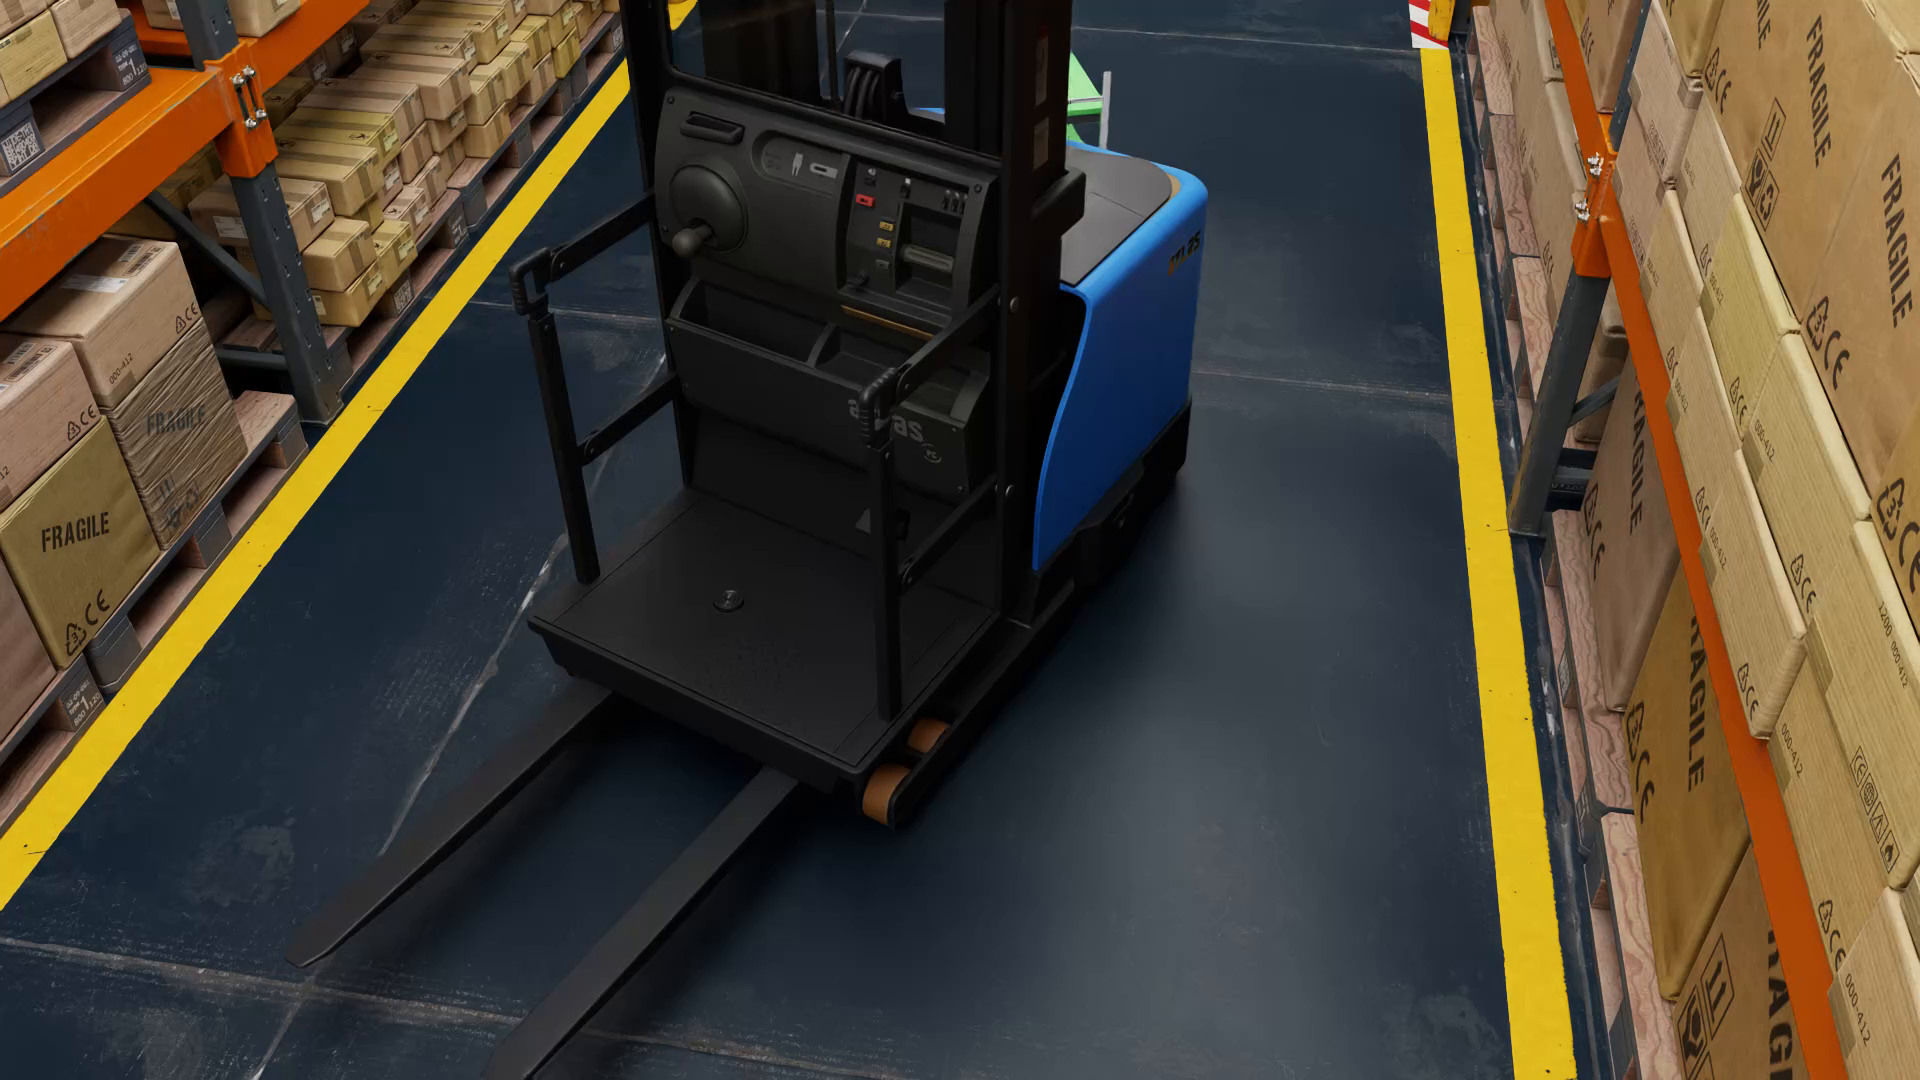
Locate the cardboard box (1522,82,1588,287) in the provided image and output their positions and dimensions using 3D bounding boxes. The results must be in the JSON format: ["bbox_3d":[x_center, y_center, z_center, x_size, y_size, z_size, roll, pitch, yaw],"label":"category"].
[{"bbox_3d":[2.610,-1.272,6.116,0.875,0.438,0.875,5,40,6],"label":"cardboard box"}]

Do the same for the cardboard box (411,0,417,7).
[{"bbox_3d":[-2.503,-2.479,7.335,0.380,0.149,0.250,8,40,9],"label":"cardboard box"}]

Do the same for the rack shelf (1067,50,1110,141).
[{"bbox_3d":[0.294,-1.430,5.385,0.258,0.148,0.480,-8,40,-9],"label":"rack shelf"}]

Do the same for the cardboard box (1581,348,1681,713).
[{"bbox_3d":[2.212,-0.099,4.353,0.875,0.875,0.875,8,40,9],"label":"cardboard box"}]

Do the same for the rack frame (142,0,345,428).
[{"bbox_3d":[-2.652,-1.636,4.875,1.000,3.000,0.127,6,40,8],"label":"rack frame"}]

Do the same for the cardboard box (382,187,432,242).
[{"bbox_3d":[-2.235,-1.221,6.280,0.380,0.149,0.250,6,40,7],"label":"cardboard box"}]

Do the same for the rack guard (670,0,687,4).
[{"bbox_3d":[-1.973,-3.135,8.650,1.175,0.500,0.348,6,40,8],"label":"rack guard"}]

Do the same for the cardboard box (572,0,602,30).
[{"bbox_3d":[-1.921,-2.527,7.860,0.380,0.149,0.250,6,40,7],"label":"cardboard box"}]

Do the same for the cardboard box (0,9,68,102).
[{"bbox_3d":[-2.570,-1.267,4.296,0.380,0.149,0.250,7,40,8],"label":"cardboard box"}]

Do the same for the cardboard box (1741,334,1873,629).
[{"bbox_3d":[1.626,-0.082,2.720,0.500,0.250,0.500,5,40,6],"label":"cardboard box"}]

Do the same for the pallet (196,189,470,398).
[{"bbox_3d":[-2.570,-0.987,6.278,1.003,0.211,1.213,6,40,8],"label":"pallet"}]

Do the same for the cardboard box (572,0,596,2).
[{"bbox_3d":[-1.858,-2.635,7.757,0.380,0.149,0.250,5,40,6],"label":"cardboard box"}]

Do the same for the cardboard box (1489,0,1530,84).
[{"bbox_3d":[2.917,-2.413,7.496,0.875,0.438,0.875,5,40,6],"label":"cardboard box"}]

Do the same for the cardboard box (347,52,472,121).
[{"bbox_3d":[-2.140,-1.769,6.476,0.380,0.149,0.250,7,40,9],"label":"cardboard box"}]

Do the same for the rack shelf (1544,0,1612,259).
[{"bbox_3d":[2.587,-2.131,6.038,1.077,0.370,4.000,6,40,8],"label":"rack shelf"}]

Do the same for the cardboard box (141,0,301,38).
[{"bbox_3d":[-2.281,-1.681,5.126,0.380,0.149,0.250,8,40,9],"label":"cardboard box"}]

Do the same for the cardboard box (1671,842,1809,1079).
[{"bbox_3d":[1.909,1.030,2.988,0.875,0.875,0.875,7,40,8],"label":"cardboard box"}]

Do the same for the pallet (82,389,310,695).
[{"bbox_3d":[-2.785,-0.072,5.172,1.003,0.211,1.213,6,40,8],"label":"pallet"}]

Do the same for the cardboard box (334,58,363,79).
[{"bbox_3d":[-2.616,-1.862,6.823,0.380,0.149,0.250,5,40,6],"label":"cardboard box"}]

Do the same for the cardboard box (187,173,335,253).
[{"bbox_3d":[-2.388,-1.122,5.693,0.380,0.149,0.250,8,40,9],"label":"cardboard box"}]

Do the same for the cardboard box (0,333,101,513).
[{"bbox_3d":[-2.634,-0.307,4.311,0.500,0.250,0.500,8,40,10],"label":"cardboard box"}]

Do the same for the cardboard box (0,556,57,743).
[{"bbox_3d":[-2.714,0.301,4.164,0.500,0.500,0.500,6,40,7],"label":"cardboard box"}]

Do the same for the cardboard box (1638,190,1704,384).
[{"bbox_3d":[1.817,-0.524,3.647,0.500,0.250,0.500,5,40,7],"label":"cardboard box"}]

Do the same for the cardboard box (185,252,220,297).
[{"bbox_3d":[-2.920,-0.983,5.992,0.380,0.149,0.250,7,40,8],"label":"cardboard box"}]

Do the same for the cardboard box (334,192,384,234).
[{"bbox_3d":[-2.319,-1.175,5.991,0.380,0.149,0.250,7,40,8],"label":"cardboard box"}]

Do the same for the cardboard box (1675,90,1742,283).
[{"bbox_3d":[1.825,-0.713,3.484,0.500,0.250,0.500,7,40,8],"label":"cardboard box"}]

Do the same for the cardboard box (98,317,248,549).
[{"bbox_3d":[-2.532,-0.342,4.942,0.500,0.500,0.500,6,40,7],"label":"cardboard box"}]

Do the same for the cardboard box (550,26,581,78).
[{"bbox_3d":[-1.933,-2.204,7.469,0.380,0.149,0.250,5,40,6],"label":"cardboard box"}]

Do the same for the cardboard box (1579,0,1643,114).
[{"bbox_3d":[2.069,-1.511,4.645,0.500,0.500,0.500,7,40,8],"label":"cardboard box"}]

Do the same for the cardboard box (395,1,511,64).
[{"bbox_3d":[-2.093,-2.100,6.876,0.380,0.149,0.250,7,40,8],"label":"cardboard box"}]

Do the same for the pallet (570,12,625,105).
[{"bbox_3d":[-2.148,-2.518,8.130,1.003,0.211,1.213,6,40,8],"label":"pallet"}]

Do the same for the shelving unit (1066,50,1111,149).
[{"bbox_3d":[0.294,-1.109,5.650,0.258,1.200,0.503,-8,40,-9],"label":"shelving unit"}]

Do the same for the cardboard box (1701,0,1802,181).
[{"bbox_3d":[1.821,-1.011,3.255,0.500,0.500,0.500,6,40,7],"label":"cardboard box"}]

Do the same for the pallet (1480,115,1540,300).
[{"bbox_3d":[2.658,-1.315,6.675,1.003,0.211,1.213,6,40,8],"label":"pallet"}]

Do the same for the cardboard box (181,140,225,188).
[{"bbox_3d":[-2.842,-1.345,5.964,0.380,0.149,0.250,7,40,8],"label":"cardboard box"}]

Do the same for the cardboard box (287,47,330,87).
[{"bbox_3d":[-2.728,-1.836,6.558,0.380,0.149,0.250,5,40,6],"label":"cardboard box"}]

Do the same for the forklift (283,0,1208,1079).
[{"bbox_3d":[-0.457,-0.726,3.828,1.130,2.935,3.031,21,44,24],"label":"forklift"}]

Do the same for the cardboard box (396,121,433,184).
[{"bbox_3d":[-2.262,-1.501,6.385,0.380,0.149,0.250,4,40,5],"label":"cardboard box"}]

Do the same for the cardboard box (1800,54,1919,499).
[{"bbox_3d":[1.648,-0.371,2.481,0.500,0.500,0.500,6,40,7],"label":"cardboard box"}]

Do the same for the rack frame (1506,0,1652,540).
[{"bbox_3d":[2.241,-1.153,4.291,1.000,3.000,0.127,6,40,8],"label":"rack frame"}]

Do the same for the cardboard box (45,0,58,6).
[{"bbox_3d":[-2.526,-1.544,4.398,0.380,0.149,0.250,8,40,9],"label":"cardboard box"}]

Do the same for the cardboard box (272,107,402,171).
[{"bbox_3d":[-2.287,-1.452,6.093,0.380,0.149,0.250,6,40,7],"label":"cardboard box"}]

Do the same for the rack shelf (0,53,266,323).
[{"bbox_3d":[-2.998,-0.103,3.586,1.077,0.370,4.000,6,40,8],"label":"rack shelf"}]

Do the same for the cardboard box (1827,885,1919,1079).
[{"bbox_3d":[1.454,0.746,2.111,0.500,0.250,0.500,7,40,8],"label":"cardboard box"}]

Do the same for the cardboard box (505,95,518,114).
[{"bbox_3d":[-2.118,-1.884,7.082,0.380,0.149,0.250,7,40,9],"label":"cardboard box"}]

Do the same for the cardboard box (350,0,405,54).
[{"bbox_3d":[-2.542,-2.151,6.938,0.380,0.149,0.250,6,40,8],"label":"cardboard box"}]

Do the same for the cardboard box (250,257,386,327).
[{"bbox_3d":[-2.272,-0.892,5.883,0.380,0.149,0.250,5,40,6],"label":"cardboard box"}]

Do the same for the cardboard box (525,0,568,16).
[{"bbox_3d":[-1.920,-2.420,7.264,0.380,0.149,0.250,8,40,9],"label":"cardboard box"}]

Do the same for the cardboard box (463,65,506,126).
[{"bbox_3d":[-2.086,-1.822,6.774,0.380,0.149,0.250,6,40,7],"label":"cardboard box"}]

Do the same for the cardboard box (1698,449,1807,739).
[{"bbox_3d":[1.617,0.109,2.882,0.500,0.250,0.500,6,40,7],"label":"cardboard box"}]

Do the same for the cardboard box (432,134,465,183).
[{"bbox_3d":[-2.228,-1.558,6.688,0.380,0.149,0.250,5,40,6],"label":"cardboard box"}]

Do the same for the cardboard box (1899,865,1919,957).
[{"bbox_3d":[1.467,0.568,1.935,0.500,0.250,0.500,5,40,7],"label":"cardboard box"}]

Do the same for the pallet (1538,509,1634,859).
[{"bbox_3d":[2.182,0.414,4.584,1.003,0.211,1.213,6,40,8],"label":"pallet"}]

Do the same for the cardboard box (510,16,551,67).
[{"bbox_3d":[-1.998,-2.150,7.170,0.380,0.149,0.250,8,40,10],"label":"cardboard box"}]
